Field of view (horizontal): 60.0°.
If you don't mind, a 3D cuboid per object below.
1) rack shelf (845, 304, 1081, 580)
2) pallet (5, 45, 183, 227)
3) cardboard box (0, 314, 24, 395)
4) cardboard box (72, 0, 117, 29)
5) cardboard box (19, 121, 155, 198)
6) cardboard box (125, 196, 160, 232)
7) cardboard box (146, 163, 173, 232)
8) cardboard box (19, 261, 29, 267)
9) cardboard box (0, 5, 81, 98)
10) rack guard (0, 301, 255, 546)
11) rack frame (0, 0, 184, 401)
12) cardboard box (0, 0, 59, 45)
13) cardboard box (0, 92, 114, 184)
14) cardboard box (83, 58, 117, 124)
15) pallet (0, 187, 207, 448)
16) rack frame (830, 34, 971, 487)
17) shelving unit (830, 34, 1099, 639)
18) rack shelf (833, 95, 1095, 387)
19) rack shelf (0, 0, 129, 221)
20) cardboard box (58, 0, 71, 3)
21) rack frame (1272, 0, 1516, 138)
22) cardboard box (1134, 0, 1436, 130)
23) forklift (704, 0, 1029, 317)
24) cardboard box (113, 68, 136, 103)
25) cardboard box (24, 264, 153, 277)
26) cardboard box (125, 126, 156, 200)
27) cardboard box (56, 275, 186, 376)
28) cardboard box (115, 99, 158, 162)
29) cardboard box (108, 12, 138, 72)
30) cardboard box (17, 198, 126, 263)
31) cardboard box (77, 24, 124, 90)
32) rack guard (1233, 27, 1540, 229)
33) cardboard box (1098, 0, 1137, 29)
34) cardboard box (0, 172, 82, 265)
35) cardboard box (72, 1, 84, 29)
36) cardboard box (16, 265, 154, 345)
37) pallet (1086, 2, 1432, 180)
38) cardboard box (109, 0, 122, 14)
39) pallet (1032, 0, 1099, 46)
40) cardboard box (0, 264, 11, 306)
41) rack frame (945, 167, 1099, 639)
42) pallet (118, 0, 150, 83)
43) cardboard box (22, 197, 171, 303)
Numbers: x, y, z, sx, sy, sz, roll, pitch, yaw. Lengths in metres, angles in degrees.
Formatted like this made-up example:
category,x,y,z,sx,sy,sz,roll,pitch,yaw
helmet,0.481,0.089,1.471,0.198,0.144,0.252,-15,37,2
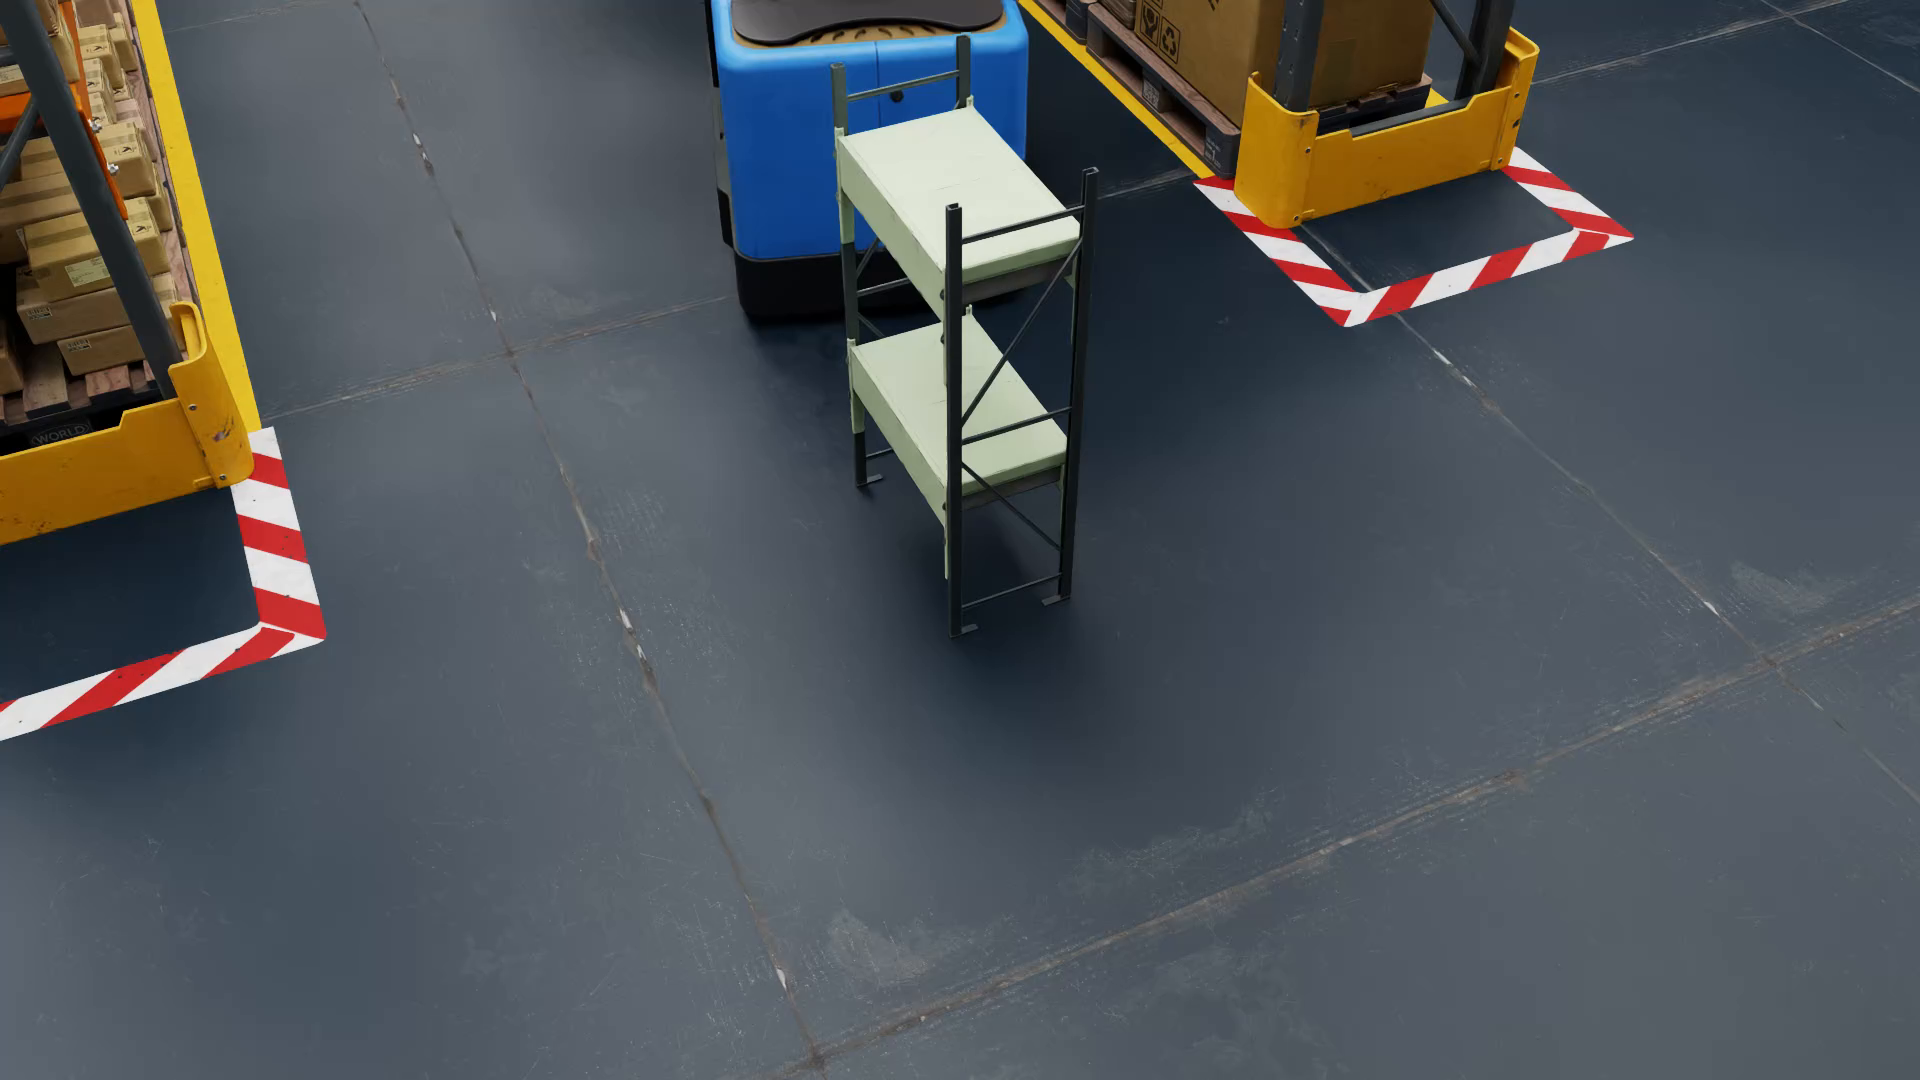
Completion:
category,x,y,z,sx,sy,sz,roll,pitch,yaw
rack shelf,-0.003,-0.306,4.957,0.431,0.370,0.720,-18,47,-17
pallet,-3.727,-1.520,6.640,1.003,0.211,1.213,-18,47,-17
cardboard box,-3.287,-0.568,5.421,0.380,0.149,0.250,-17,47,-17
cardboard box,-3.558,-2.095,6.545,0.380,0.149,0.250,-20,48,-19
cardboard box,-3.003,-1.279,5.717,0.380,0.149,0.250,-18,47,-18
cardboard box,-2.928,-1.001,5.648,0.380,0.149,0.250,-18,47,-18
cardboard box,-3.110,-1.217,6.078,0.380,0.149,0.250,-17,47,-17
cardboard box,-3.101,-1.021,5.880,0.380,0.149,0.250,-18,47,-17
cardboard box,-2.715,-1.373,4.685,0.380,0.149,0.250,-18,48,-18
rack guard,-2.909,-0.318,5.216,1.175,0.500,0.348,-18,47,-17
rack frame,-2.877,-1.159,4.289,1.000,3.000,0.127,-18,47,-17
cardboard box,-2.815,-1.668,4.522,0.500,0.500,0.500,-16,47,-16
cardboard box,-3.183,-1.412,5.853,0.380,0.149,0.250,-20,48,-19
cardboard box,-3.291,-1.592,6.035,0.380,0.149,0.250,-16,47,-16
pallet,-3.218,-0.743,5.853,1.003,0.211,1.213,-18,47,-17
rack frame,-0.157,-0.771,4.964,0.400,1.500,0.023,-18,47,-17
shelving unit,-0.003,-0.538,4.728,0.431,1.500,0.755,-18,47,-17
rack shelf,-0.003,-0.816,4.453,0.431,0.370,0.720,-18,47,-17
rack shelf,-3.718,-2.178,5.834,1.077,0.370,4.000,-18,47,-17
cardboard box,-2.925,-1.710,5.027,0.380,0.149,0.250,-19,48,-19
rack frame,1.666,-2.560,5.709,1.000,3.000,0.127,-18,47,-17
cardboard box,1.324,-2.337,6.697,0.875,0.875,0.875,-18,47,-17
forklift,-0.493,-2.888,6.090,1.130,2.935,3.031,-6,45,-6
cardboard box,-3.469,-1.704,6.572,0.380,0.149,0.250,-18,47,-17
cardboard box,-2.991,-0.865,5.722,0.380,0.149,0.250,-18,47,-18
cardboard box,-3.121,-1.326,5.977,0.380,0.149,0.250,-17,47,-16
cardboard box,-2.806,-0.722,5.577,0.380,0.149,0.250,-17,47,-17
cardboard box,-3.329,-1.535,6.401,0.380,0.149,0.250,-20,48,-19
cardboard box,-3.649,-2.034,6.907,0.380,0.149,0.250,-18,47,-17
cardboard box,-3.111,-1.131,5.779,0.380,0.149,0.250,-17,47,-17
cardboard box,-3.360,-1.773,6.218,0.380,0.149,0.250,-17,47,-17
rack guard,1.676,-1.655,6.571,1.175,0.500,0.348,-18,47,-17
cardboard box,0.942,-2.917,7.284,0.875,0.875,0.875,-18,47,-17
cardboard box,-3.014,-1.080,5.516,0.380,0.149,0.250,-17,47,-17
cardboard box,-3.553,-1.905,6.352,0.380,0.149,0.250,-18,47,-17
cardboard box,-2.864,-0.810,5.454,0.380,0.149,0.250,-16,47,-16
pallet,1.259,-2.054,7.181,1.003,0.211,1.213,-18,47,-17
cardboard box,-3.881,-2.354,7.231,0.380,0.149,0.250,-20,48,-19
pallet,0.750,-2.830,7.968,1.003,0.211,1.213,-18,47,-17
cardboard box,-3.520,-0.896,5.753,0.380,0.149,0.250,-18,47,-18
rack frame,0.151,-0.305,4.491,0.400,1.500,0.023,-18,47,-17
pallet,-4.244,-2.298,7.429,1.003,0.211,1.213,-18,47,-17
cardboard box,-2.789,-0.940,5.374,0.380,0.149,0.250,-20,48,-19
